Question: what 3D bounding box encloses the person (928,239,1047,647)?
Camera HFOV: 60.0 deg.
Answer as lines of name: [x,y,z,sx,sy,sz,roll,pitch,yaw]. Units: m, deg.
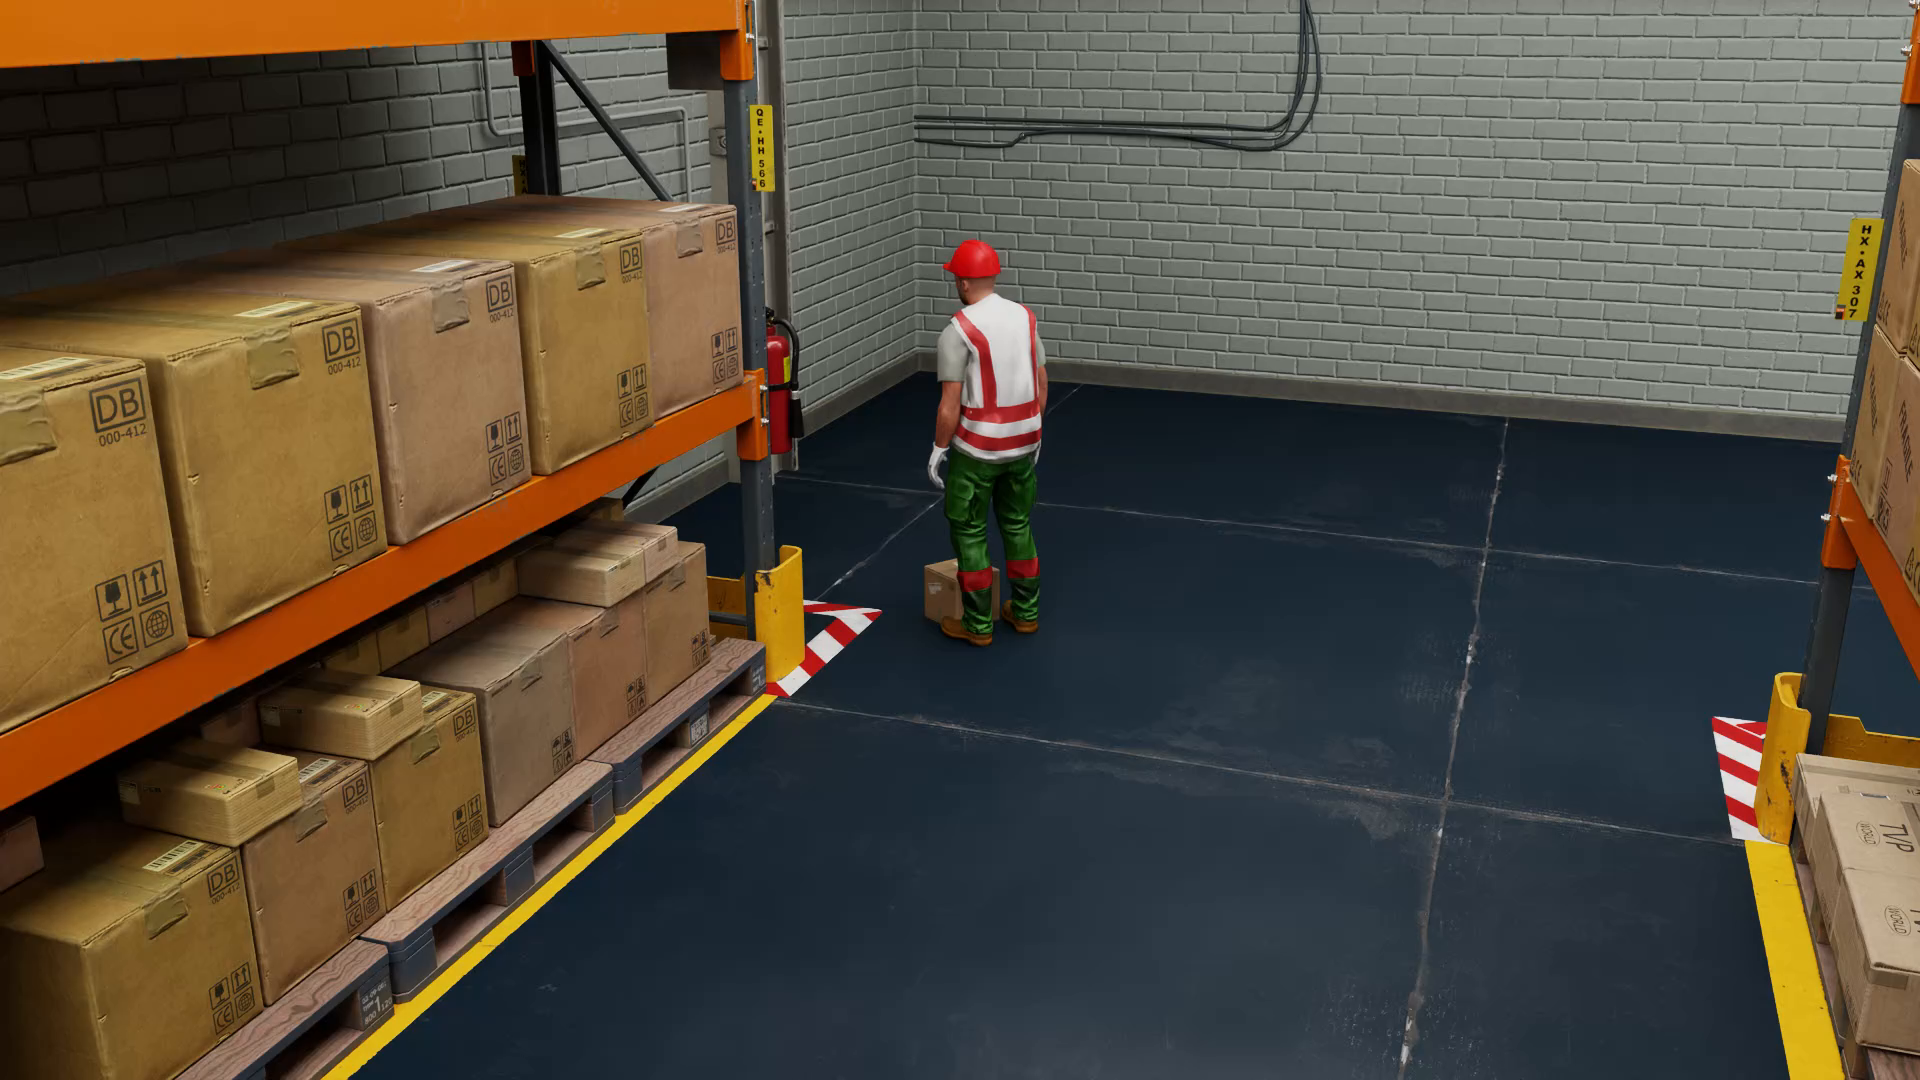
person: [0.118,-0.415,7.279,0.618,1.779,0.451,-13,23,-34]
